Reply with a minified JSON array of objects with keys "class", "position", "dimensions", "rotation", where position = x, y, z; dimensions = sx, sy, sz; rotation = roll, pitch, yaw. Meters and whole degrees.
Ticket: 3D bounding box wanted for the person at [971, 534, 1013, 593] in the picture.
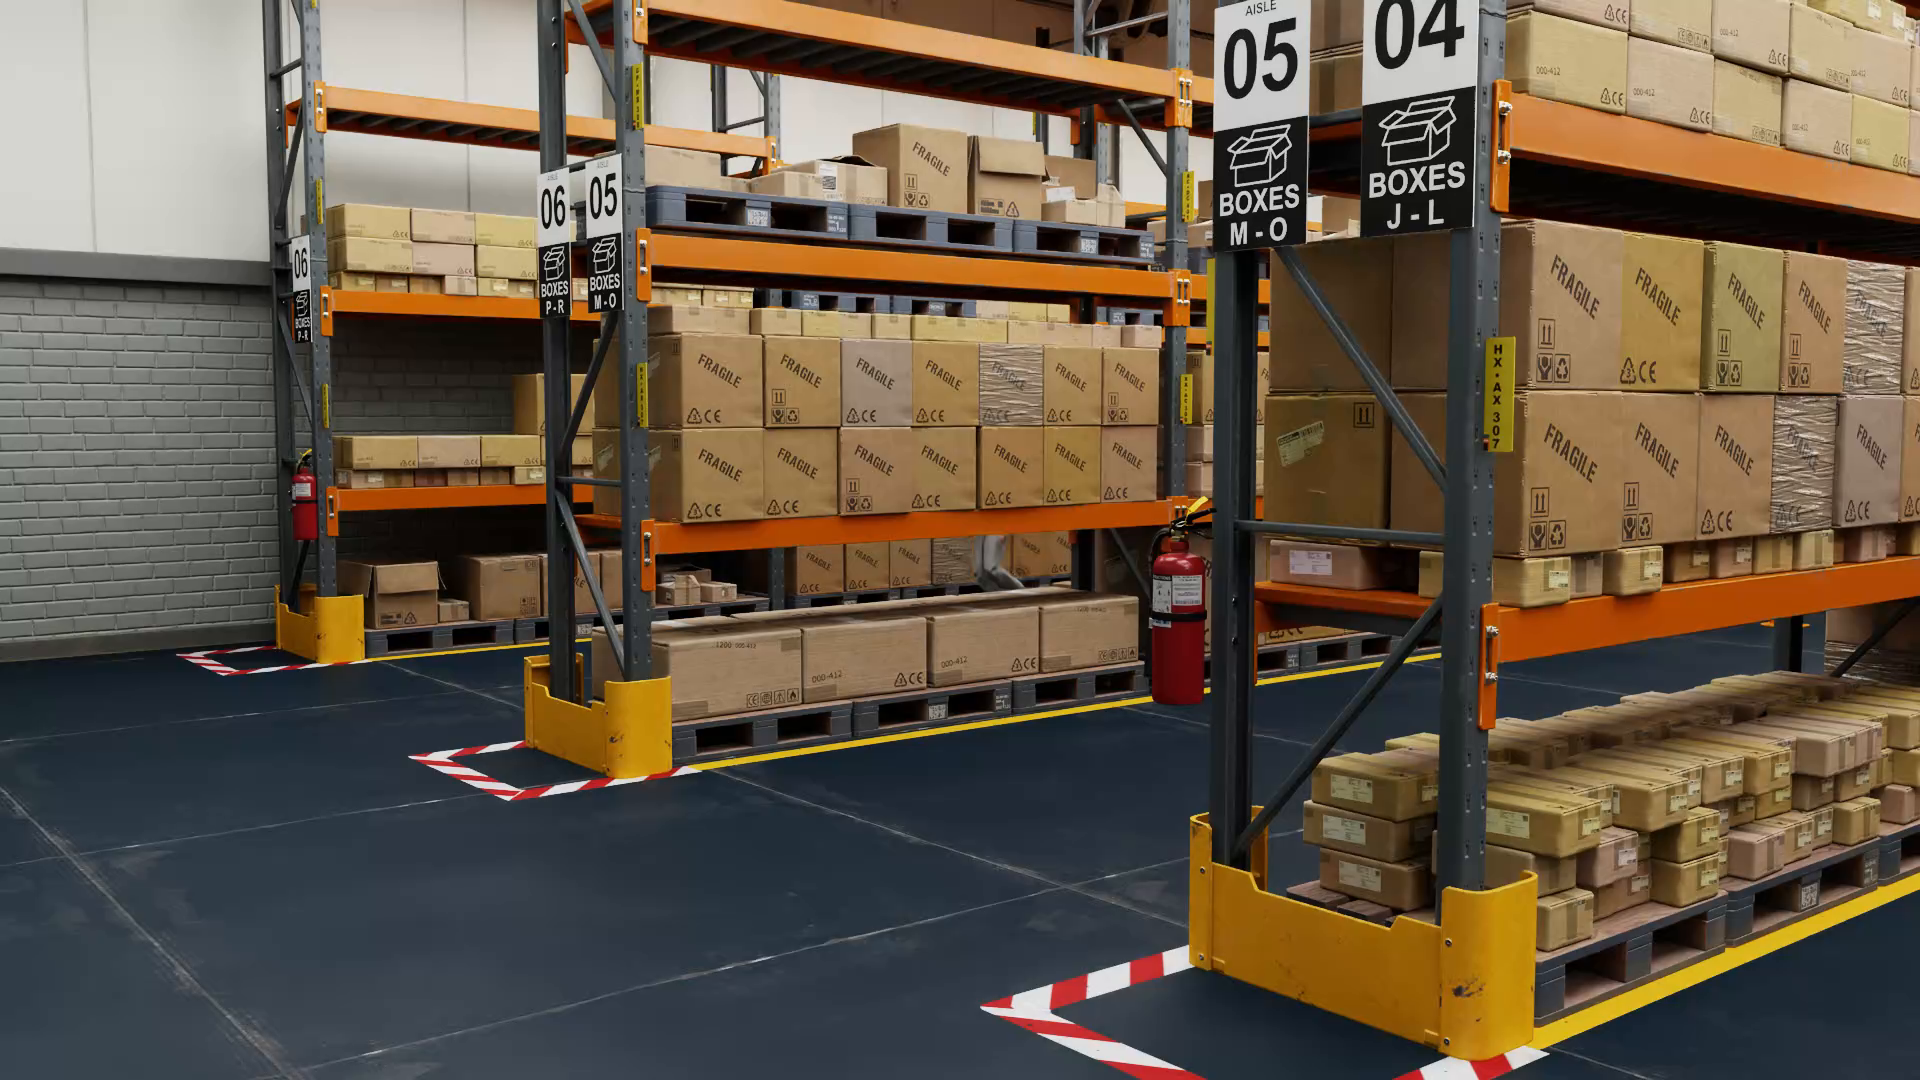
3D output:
[{"class":"person","position":[0.188,-0.064,15.265],"dimensions":[0.739,1.560,0.556],"rotation":[-3,6,-37]}]
